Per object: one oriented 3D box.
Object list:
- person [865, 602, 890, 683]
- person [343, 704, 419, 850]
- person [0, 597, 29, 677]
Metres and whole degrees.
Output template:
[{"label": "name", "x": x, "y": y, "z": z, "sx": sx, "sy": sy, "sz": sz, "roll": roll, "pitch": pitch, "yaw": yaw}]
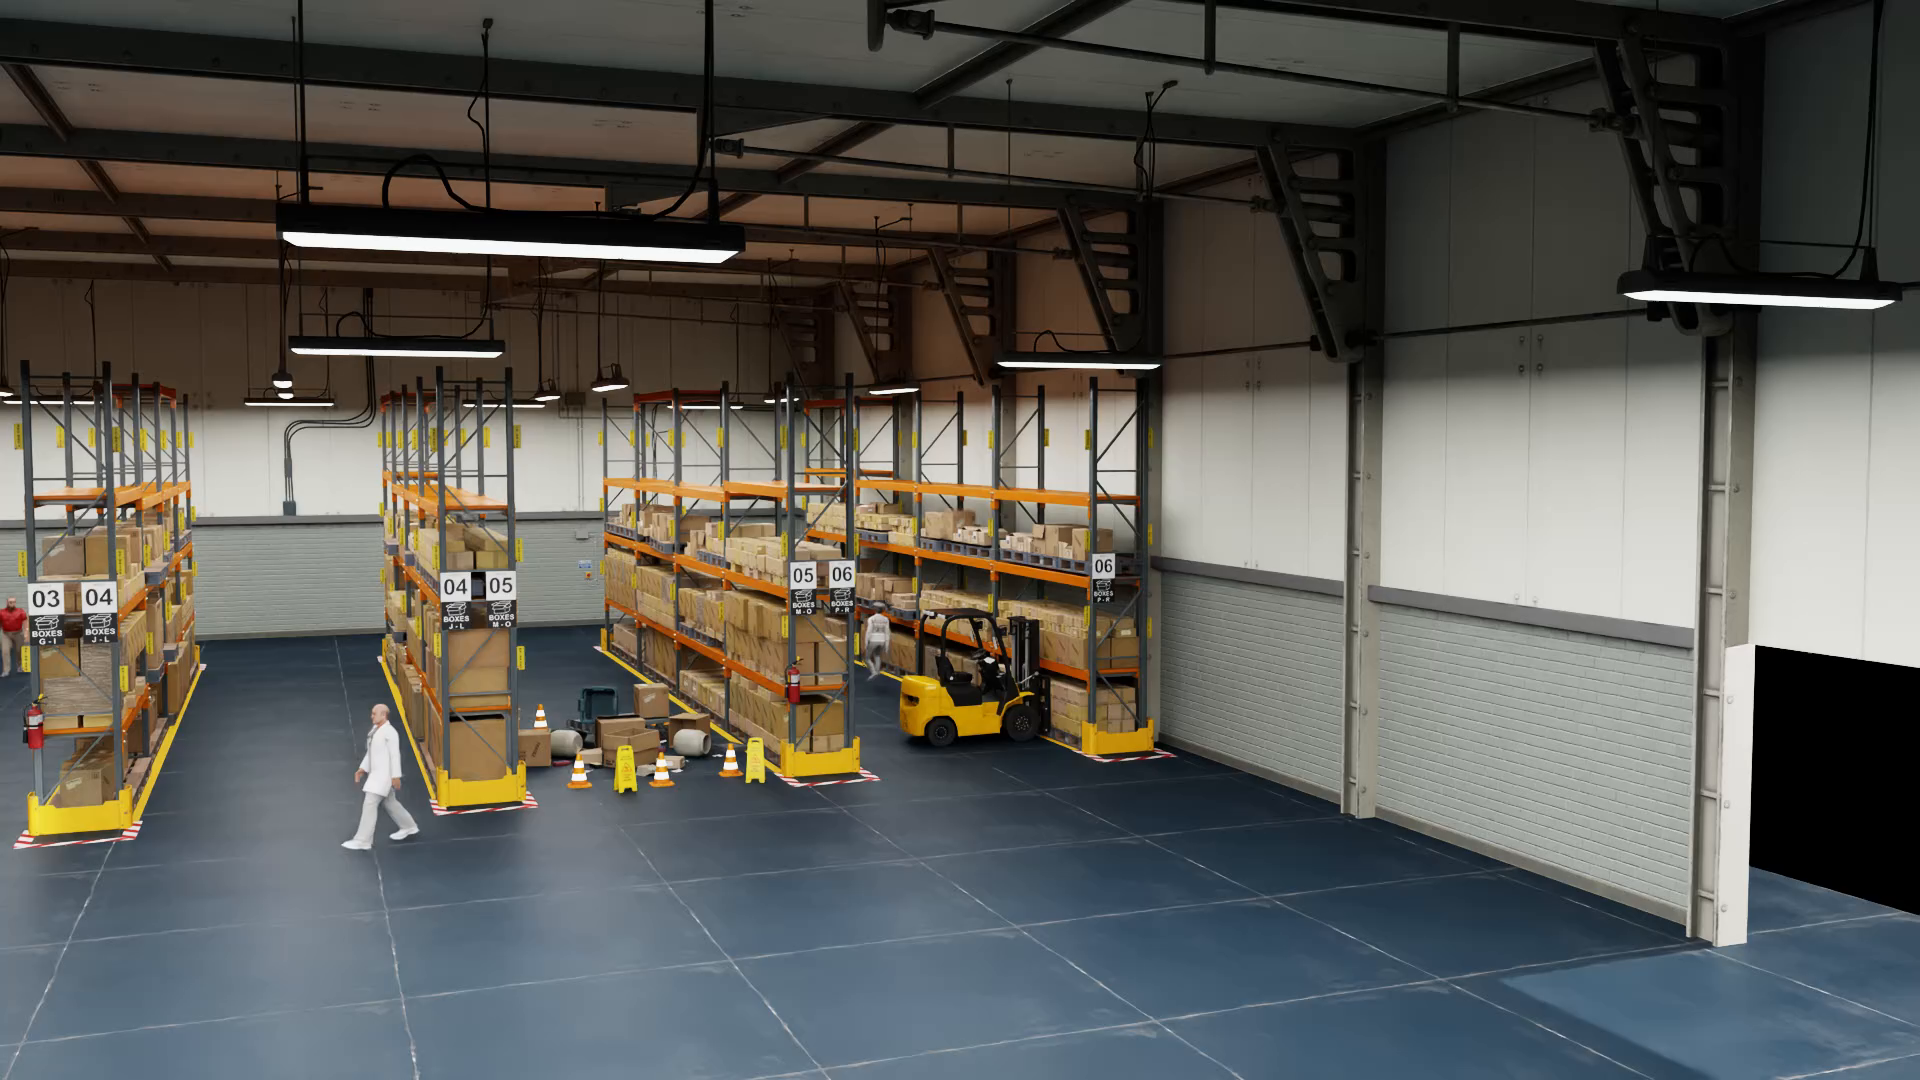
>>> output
[{"label": "person", "x": -1.656, "y": 2.040, "z": 33.253, "sx": 0.518, "sy": 1.582, "sz": 0.598, "roll": -1, "pitch": 4, "yaw": -18}, {"label": "person", "x": -7.177, "y": 2.898, "z": 20.545, "sx": 1.006, "sy": 1.745, "sz": 0.570, "roll": -2, "pitch": 4, "yaw": -34}, {"label": "person", "x": -20.080, "y": 2.032, "z": 35.205, "sx": 0.654, "sy": 1.659, "sz": 1.074, "roll": -1, "pitch": 4, "yaw": -21}]
